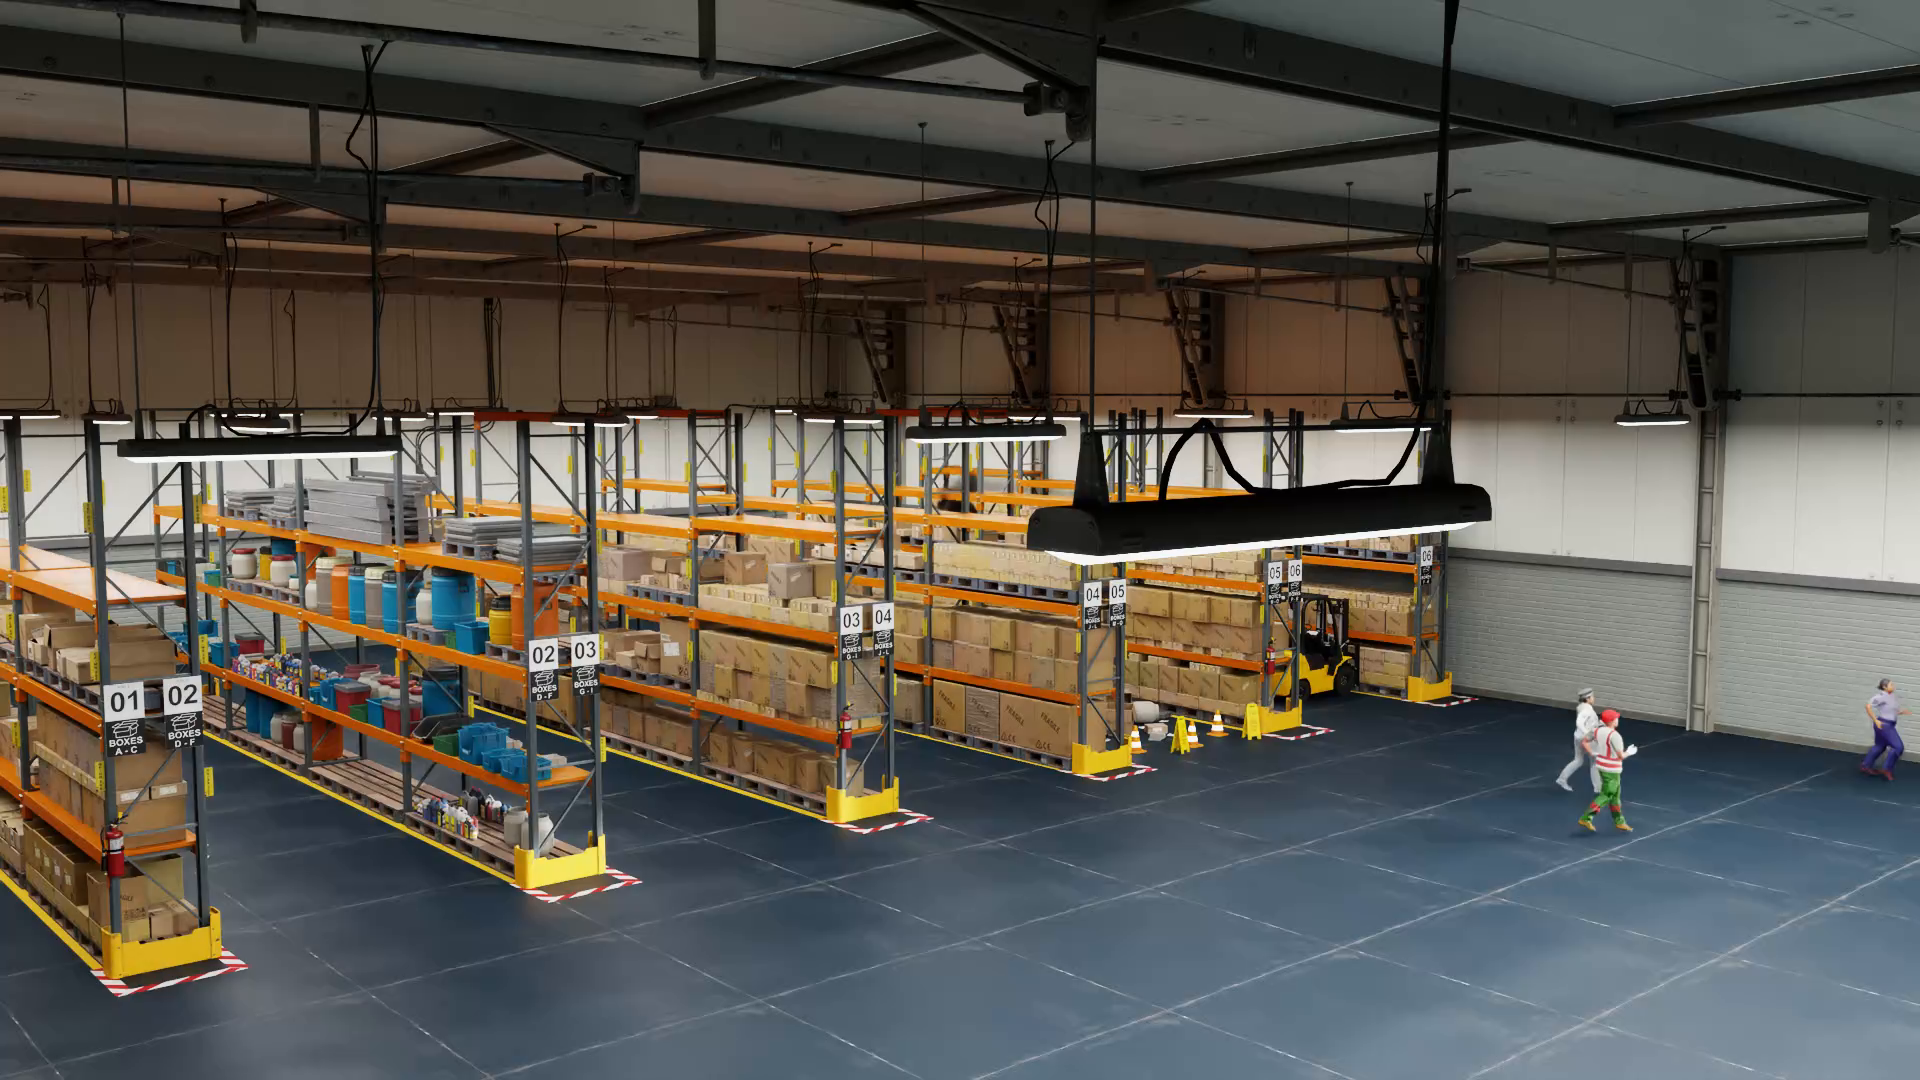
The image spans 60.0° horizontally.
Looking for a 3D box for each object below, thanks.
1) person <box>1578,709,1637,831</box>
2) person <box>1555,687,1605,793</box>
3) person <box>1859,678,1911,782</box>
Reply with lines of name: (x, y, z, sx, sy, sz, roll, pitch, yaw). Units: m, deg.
person: (9.295, 3.320, 23.824, 0.920, 1.809, 0.648, -1, 5, -8)
person: (9.850, 3.161, 26.203, 0.846, 1.695, 0.614, 0, 5, 2)
person: (15.206, 3.122, 27.338, 0.719, 1.698, 0.576, 4, 6, 35)
